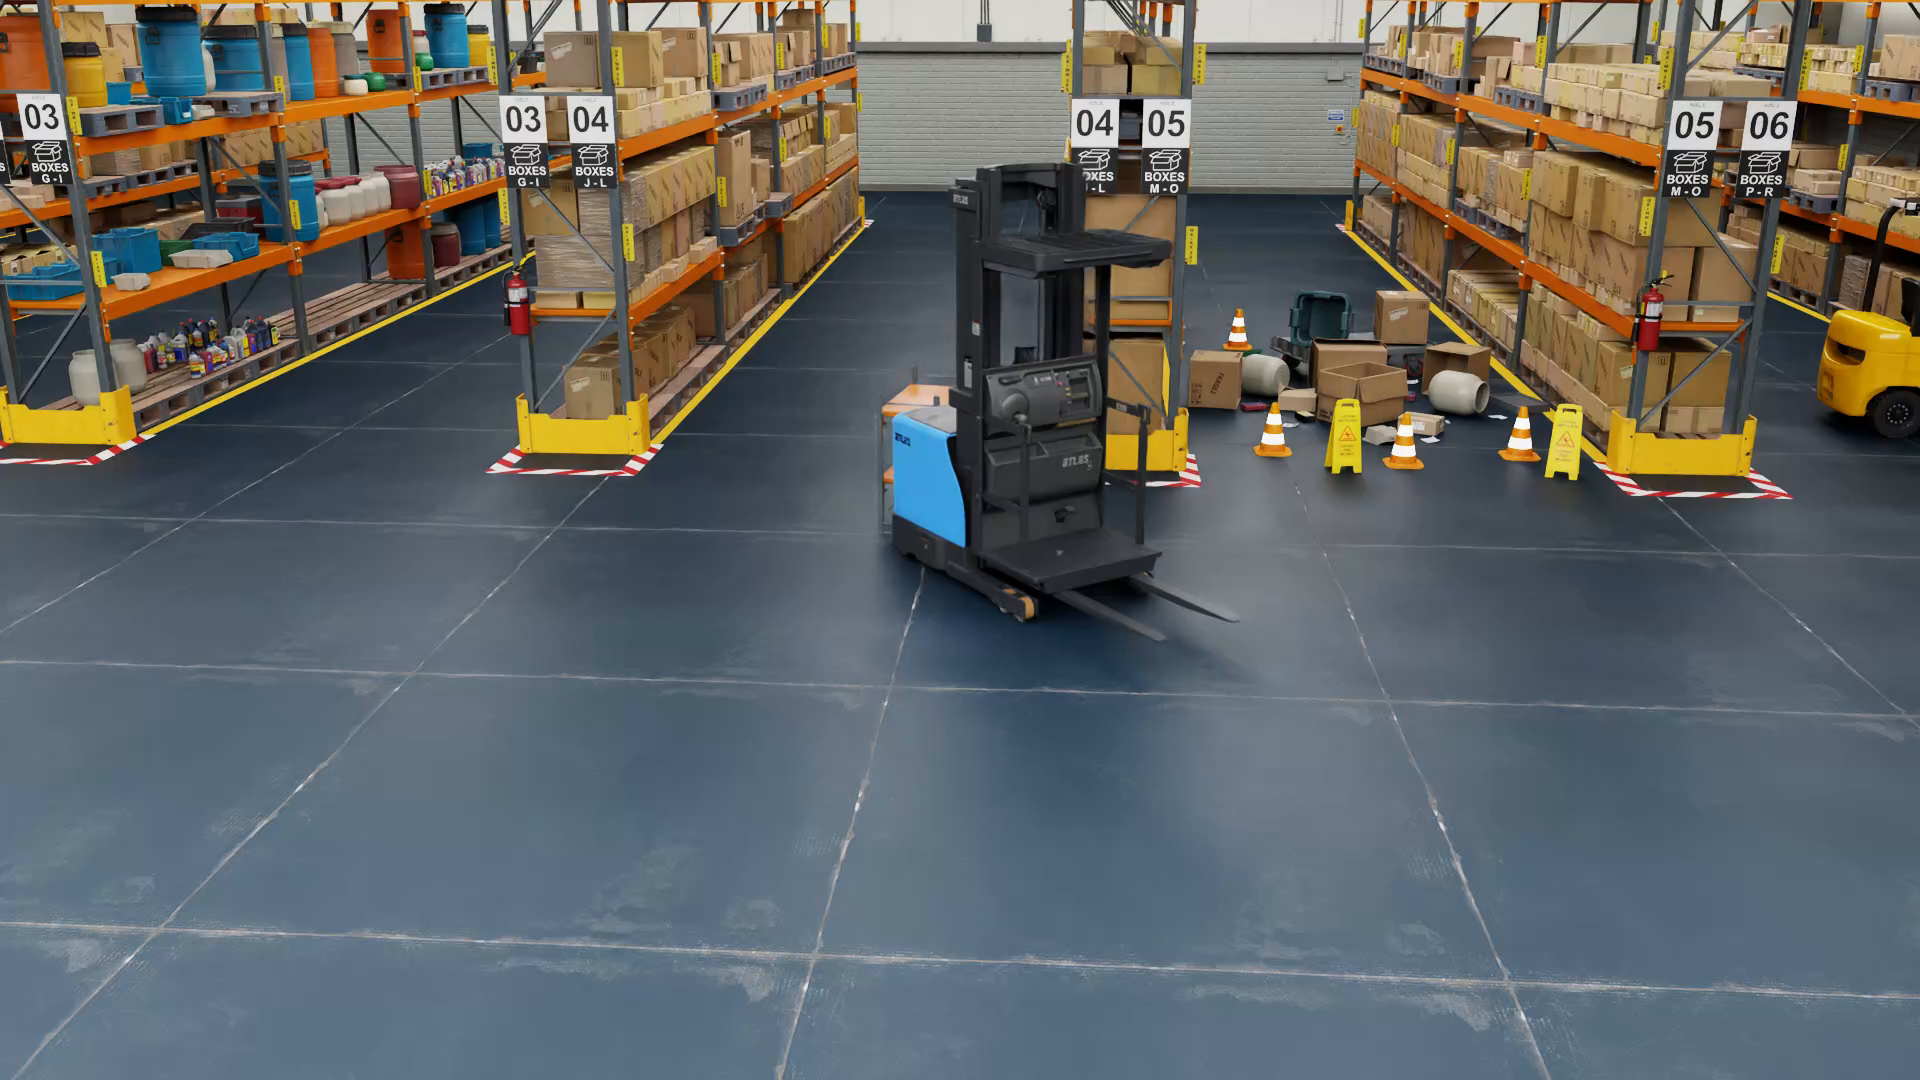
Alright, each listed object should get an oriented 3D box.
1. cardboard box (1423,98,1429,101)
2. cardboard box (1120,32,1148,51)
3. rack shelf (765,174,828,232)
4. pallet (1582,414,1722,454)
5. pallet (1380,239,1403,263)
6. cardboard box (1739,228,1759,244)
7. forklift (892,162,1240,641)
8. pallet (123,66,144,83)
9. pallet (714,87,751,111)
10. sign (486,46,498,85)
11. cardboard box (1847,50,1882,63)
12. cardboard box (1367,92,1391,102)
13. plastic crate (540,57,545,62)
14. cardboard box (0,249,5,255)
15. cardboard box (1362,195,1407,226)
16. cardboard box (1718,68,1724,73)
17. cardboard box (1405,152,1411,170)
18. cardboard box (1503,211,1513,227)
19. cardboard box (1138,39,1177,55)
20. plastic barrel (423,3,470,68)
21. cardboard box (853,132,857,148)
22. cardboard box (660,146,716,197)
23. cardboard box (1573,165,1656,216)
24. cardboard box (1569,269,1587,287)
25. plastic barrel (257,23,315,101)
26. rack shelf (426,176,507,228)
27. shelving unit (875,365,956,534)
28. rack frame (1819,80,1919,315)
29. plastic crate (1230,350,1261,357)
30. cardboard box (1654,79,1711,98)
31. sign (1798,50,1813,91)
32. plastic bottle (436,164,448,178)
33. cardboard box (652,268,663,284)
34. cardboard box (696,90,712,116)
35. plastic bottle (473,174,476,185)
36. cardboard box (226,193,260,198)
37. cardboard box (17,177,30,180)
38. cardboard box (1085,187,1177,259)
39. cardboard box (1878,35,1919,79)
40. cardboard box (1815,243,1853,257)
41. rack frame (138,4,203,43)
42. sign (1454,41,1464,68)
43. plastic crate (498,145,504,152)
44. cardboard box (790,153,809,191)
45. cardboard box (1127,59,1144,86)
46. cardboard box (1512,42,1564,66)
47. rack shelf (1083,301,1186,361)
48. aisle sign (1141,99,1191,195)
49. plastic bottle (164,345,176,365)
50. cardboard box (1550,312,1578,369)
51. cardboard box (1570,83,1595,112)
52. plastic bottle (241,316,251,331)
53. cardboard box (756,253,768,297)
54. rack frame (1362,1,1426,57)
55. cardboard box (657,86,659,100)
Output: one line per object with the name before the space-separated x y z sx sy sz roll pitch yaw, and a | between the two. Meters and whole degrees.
cardboard box | 7.636 -6.997 26.653 0.380 0.149 0.250 1 18 2
cardboard box | 2.358 -6.709 22.375 0.396 0.266 0.258 1 18 4
rack shelf | -2.779 -5.015 24.565 1.077 0.370 4.000 1 18 4
pallet | 6.487 -0.979 15.573 1.003 0.211 1.213 1 18 4
pallet | 7.381 -4.666 26.823 1.003 0.211 1.213 1 18 4
cardboard box | 11.912 -4.348 24.714 0.500 0.500 0.500 1 18 3
forklift | 0.701 -1.010 11.299 1.130 2.935 3.031 -11 21 -31
pallet | -12.705 -7.013 24.992 1.213 0.211 1.003 1 18 4
pallet | -3.059 -5.018 18.906 1.213 0.211 1.003 1 18 4
sign | -4.048 -4.115 14.426 0.100 0.325 0.005 1 18 4
cardboard box | 11.643 -6.203 21.341 0.380 0.149 0.250 2 18 6
cardboard box | 7.153 -7.564 28.383 0.380 0.149 0.250 2 18 6
plastic crate | -7.075 -8.342 29.089 0.450 0.188 0.336 1 18 4
cardboard box | -13.163 -3.798 22.536 0.500 0.311 0.500 1 18 3
cardboard box | 7.588 -5.773 29.166 0.875 0.438 0.875 1 18 2
cardboard box | 11.979 -7.230 25.757 0.380 0.149 0.250 2 18 6
cardboard box | 6.926 -5.630 24.725 0.500 0.250 0.500 2 18 5
cardboard box | 6.456 -3.680 19.066 0.380 0.149 0.250 1 18 3
cardboard box | 1.951 -4.847 16.370 0.380 0.149 0.250 1 18 4
plastic barrel | -7.546 -7.418 24.447 0.600 0.901 0.708 1 18 4
cardboard box | -2.119 -7.134 29.639 0.500 0.250 0.500 1 18 3
cardboard box | -2.967 -4.011 18.103 0.500 0.500 0.500 1 18 4
cardboard box | 6.359 -3.326 16.014 0.700 0.500 0.500 1 18 4
cardboard box | 6.241 -2.586 16.400 0.380 0.149 0.250 1 18 4
plastic barrel | -8.236 -5.836 20.295 0.600 0.901 0.708 1 18 4
rack shelf | -7.720 -5.125 24.902 1.077 0.370 4.000 1 18 4
shelving unit | -0.277 -0.730 13.346 0.538 1.125 1.048 4 19 13
rack frame | 11.913 -4.404 21.547 1.000 3.000 0.127 1 18 4
plastic crate | 3.025 -1.959 18.507 0.450 0.188 0.662 0 15 35
cardboard box | 6.118 -3.826 14.088 0.380 0.149 0.250 1 18 4
sign | 6.930 -3.858 13.659 0.100 0.325 0.005 1 18 4
plastic bottle | -7.904 -5.603 25.404 0.152 0.276 0.135 1 18 4
cardboard box | -3.155 -2.603 16.453 0.380 0.149 0.250 1 18 4
cardboard box | -2.982 -4.700 17.872 0.500 0.250 0.500 2 18 6
plastic bottle | -7.352 -5.444 25.038 0.097 0.201 0.097 0 18 0
cardboard box | -12.387 -5.806 29.128 0.797 0.503 0.637 1 18 4
cardboard box | -16.966 -6.529 30.328 0.380 0.149 0.250 2 18 5
cardboard box | 1.509 -2.807 14.698 0.875 0.550 0.550 1 18 4
cardboard box | 11.618 -5.905 20.314 0.500 0.500 0.500 1 18 4
cardboard box | 11.696 -3.883 22.255 0.380 0.149 0.250 0 18 1
rack frame | -12.517 -9.051 26.093 1.000 3.000 0.127 1 18 4
sign | 6.409 -6.238 21.368 0.100 0.325 0.005 1 18 4
plastic crate | -7.751 -6.708 28.750 0.416 0.233 0.300 1 18 4
cardboard box | -2.511 -5.402 24.432 0.500 0.500 0.500 1 18 4
cardboard box | 1.805 -4.310 15.369 0.500 0.250 0.500 1 18 3
cardboard box | 6.641 -5.563 19.030 0.500 0.250 0.500 2 18 5
rack shelf | 1.587 -2.388 16.548 1.077 0.370 4.000 1 18 4
aisle sign | 1.738 -3.315 14.048 0.394 0.787 0.004 1 18 4
plastic bottle | -8.555 -2.004 18.009 0.097 0.201 0.097 0 18 0
cardboard box | 6.298 -2.016 16.796 0.500 0.500 0.500 2 18 7
cardboard box | 6.294 -4.321 16.239 0.500 0.250 0.500 1 18 4
plastic bottle | -8.052 -2.351 18.827 0.144 0.351 0.185 1 18 4
cardboard box | -2.951 -3.548 22.241 0.700 0.500 0.500 0 18 1
rack frame | 7.535 -9.850 28.530 1.000 3.000 0.127 1 18 4
cardboard box | -3.147 -4.356 16.184 0.380 0.149 0.250 1 18 3
